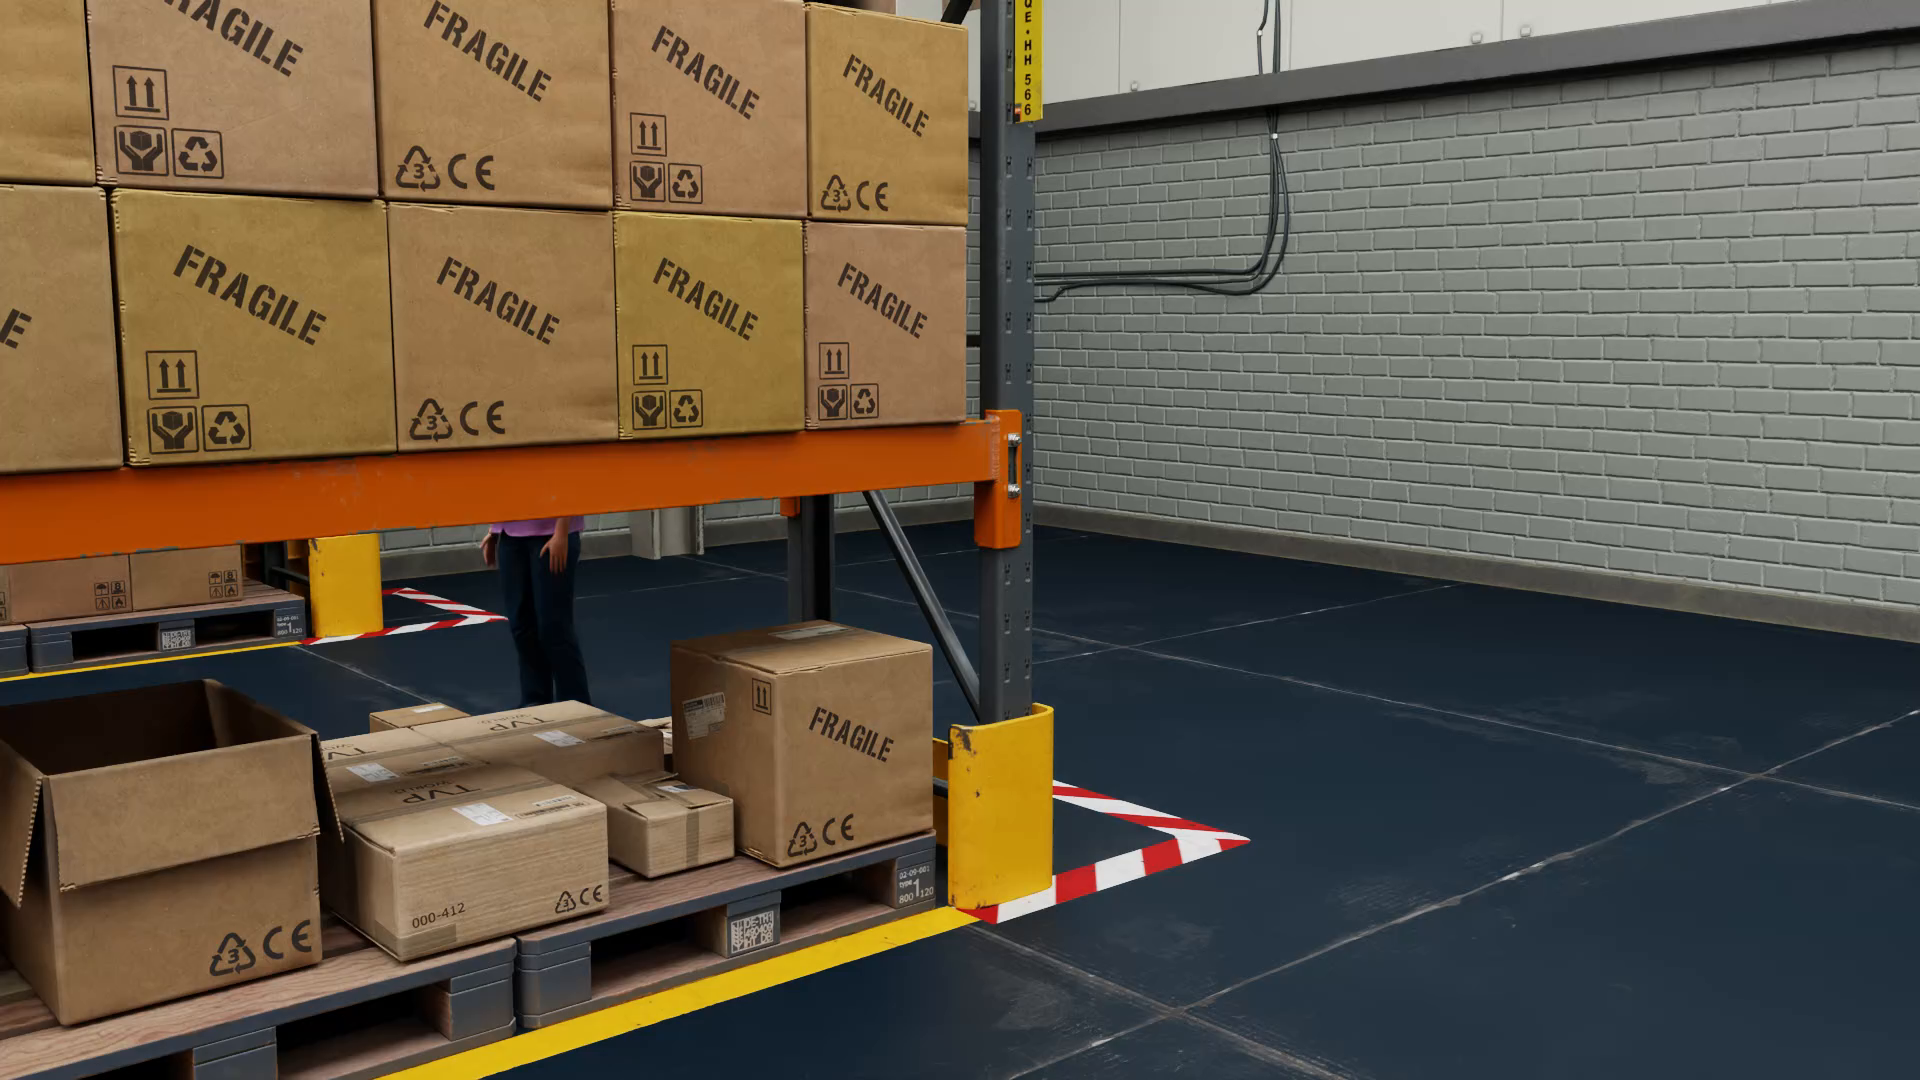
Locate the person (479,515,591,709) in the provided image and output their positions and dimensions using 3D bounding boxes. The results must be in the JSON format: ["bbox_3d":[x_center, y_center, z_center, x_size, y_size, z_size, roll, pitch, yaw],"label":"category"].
[{"bbox_3d":[-1.503,0.005,5.819,0.348,1.628,0.447,-7,11,-43],"label":"person"}]
